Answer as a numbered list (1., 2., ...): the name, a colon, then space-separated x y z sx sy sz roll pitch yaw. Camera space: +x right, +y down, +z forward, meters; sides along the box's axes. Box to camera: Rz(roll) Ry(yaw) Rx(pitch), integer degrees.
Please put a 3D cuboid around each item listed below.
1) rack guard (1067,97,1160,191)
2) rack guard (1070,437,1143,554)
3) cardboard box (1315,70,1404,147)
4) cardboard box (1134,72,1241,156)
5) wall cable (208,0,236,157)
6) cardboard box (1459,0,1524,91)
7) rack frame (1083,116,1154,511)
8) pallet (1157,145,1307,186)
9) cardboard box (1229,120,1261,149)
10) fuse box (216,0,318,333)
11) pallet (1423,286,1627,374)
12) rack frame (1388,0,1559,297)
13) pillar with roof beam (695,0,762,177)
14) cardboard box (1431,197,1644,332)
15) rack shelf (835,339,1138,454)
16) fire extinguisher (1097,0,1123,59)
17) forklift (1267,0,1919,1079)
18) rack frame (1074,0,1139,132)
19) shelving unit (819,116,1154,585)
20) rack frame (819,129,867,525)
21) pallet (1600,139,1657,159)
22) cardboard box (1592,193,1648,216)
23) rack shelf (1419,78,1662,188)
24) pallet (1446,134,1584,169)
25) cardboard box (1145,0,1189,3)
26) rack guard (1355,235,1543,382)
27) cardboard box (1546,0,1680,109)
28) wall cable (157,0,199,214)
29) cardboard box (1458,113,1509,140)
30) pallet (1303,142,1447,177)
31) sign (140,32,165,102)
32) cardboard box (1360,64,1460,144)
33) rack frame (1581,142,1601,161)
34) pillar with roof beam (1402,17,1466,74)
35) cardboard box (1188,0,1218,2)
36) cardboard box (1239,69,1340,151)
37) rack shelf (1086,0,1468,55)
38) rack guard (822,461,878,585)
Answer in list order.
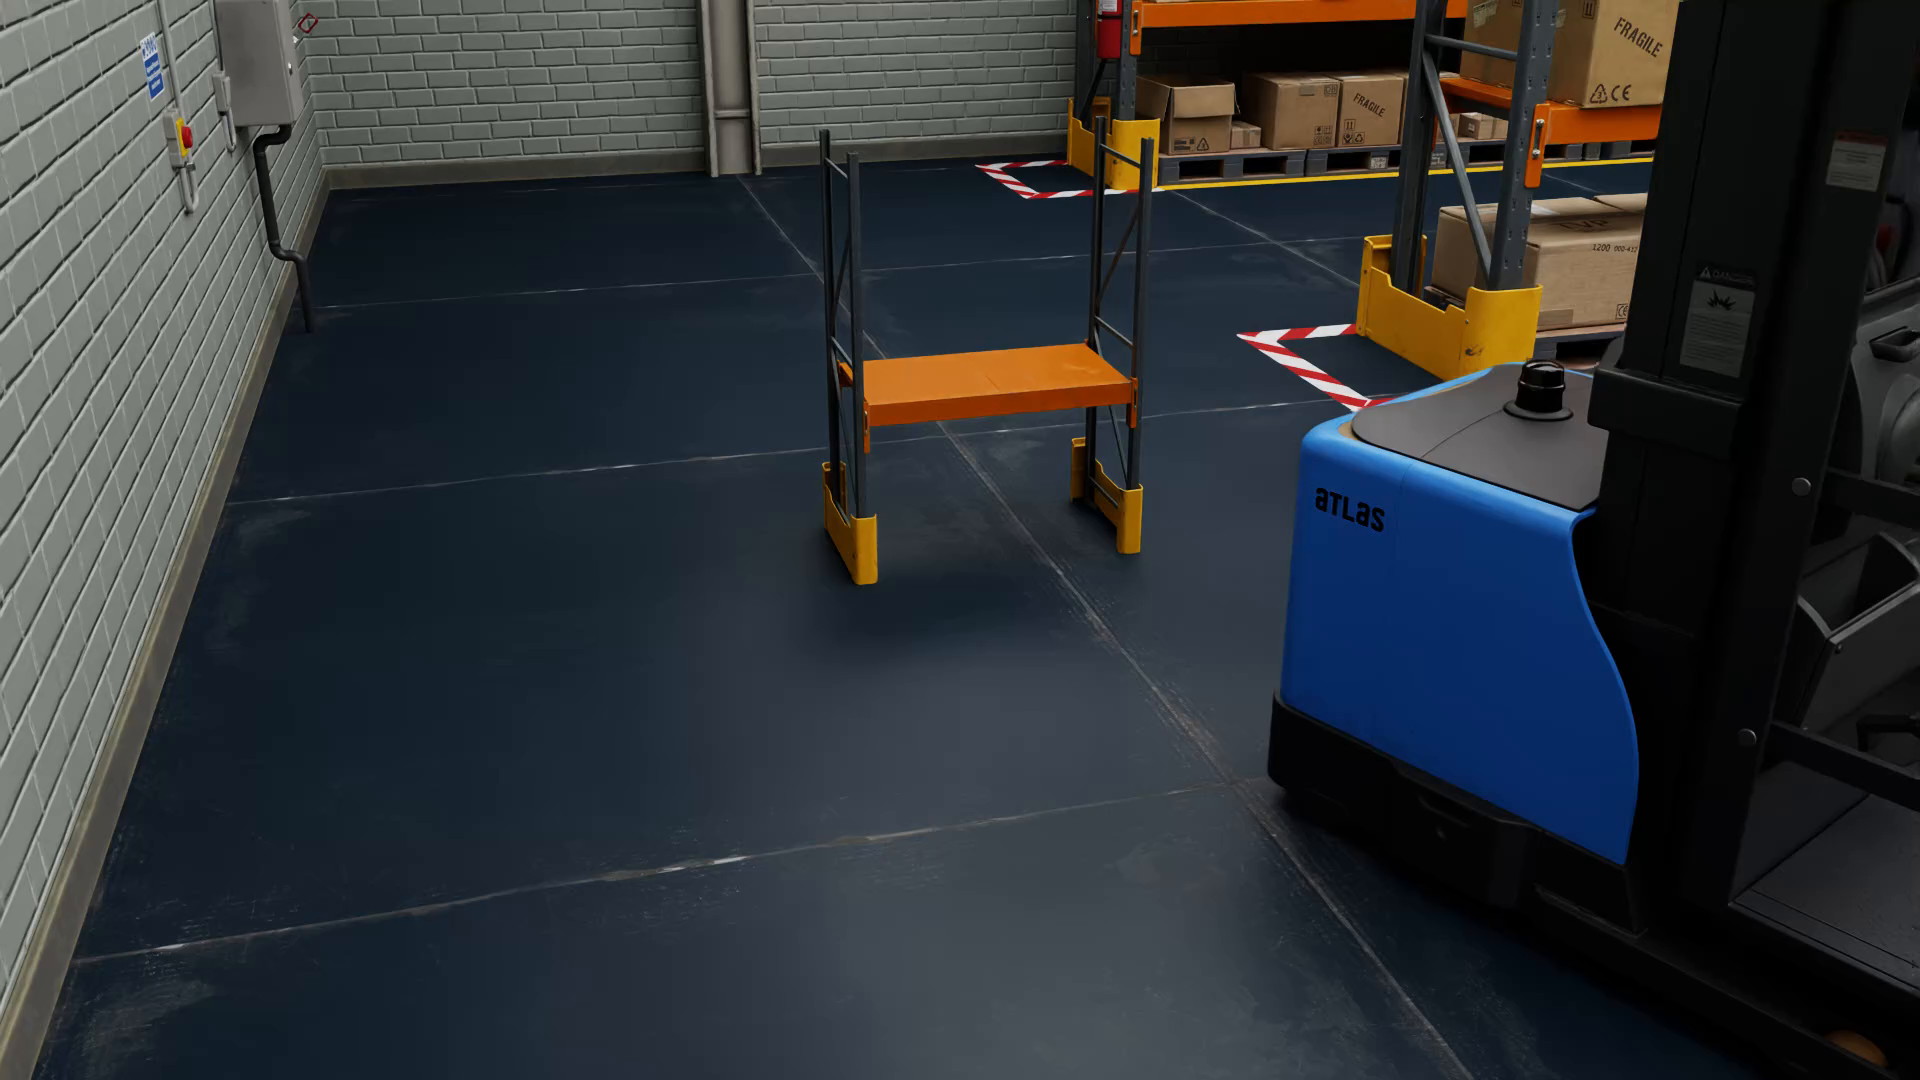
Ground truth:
1. rack guard: 1.157 -3.038 12.697 0.348 0.500 1.175 -6 24 -14
2. rack guard: 0.553 -0.176 6.343 0.087 0.250 0.587 -6 24 -14
3. cardboard box: 3.068 -3.347 12.884 0.500 0.500 0.500 -6 24 -13
4. cardboard box: 1.698 -3.254 12.662 0.637 0.503 0.797 -7 24 -16
5. wall cable: -3.389 -2.689 7.425 0.122 1.984 0.588 -6 24 -14
6. cardboard box: 2.821 -2.493 8.128 0.500 0.500 0.500 -6 24 -14
7. rack frame: 0.572 -0.752 6.102 0.032 1.500 0.500 -6 24 -14
8. pallet: 1.924 -2.991 12.953 1.213 0.211 1.003 -6 24 -14
9. cardboard box: 2.118 -3.121 12.803 0.250 0.149 0.380 -7 24 -16
10. fuse box: -3.422 -1.906 8.523 0.414 1.711 0.539 -6 24 -14
11. pallet: 3.177 -1.128 8.612 1.213 0.211 1.003 -6 24 -14
12. rack frame: 2.428 -2.295 7.794 0.127 3.000 1.000 -6 24 -14
13. pillar with roof beam: -0.593 -5.356 7.321 0.400 9.000 9.100 -6 24 -14
14. cardboard box: 3.036 -1.419 8.469 0.875 0.438 0.875 -7 24 -16
15. rack shelf: 0.082 -0.533 6.046 1.000 0.185 0.538 -6 24 -14
16. fire extinguisher: 1.067 -3.781 11.828 0.183 0.674 0.296 -6 24 -14
17. forklift: 2.174 -0.318 3.273 1.130 2.935 3.031 -18 29 -36
18. rack frame: 1.083 -4.179 12.185 0.127 3.000 1.000 -6 24 -14
19. shelving unit: 0.073 -0.697 5.973 1.083 1.500 0.587 -6 24 -14
20. rack frame: -0.407 -0.644 5.849 0.032 1.500 0.500 -6 24 -14
21. pallet: 5.708 -3.424 13.963 1.213 0.211 1.003 -6 24 -14
22. cardboard box: 3.915 -1.519 8.703 0.875 0.438 0.875 -6 24 -13
23. rack shelf: 4.354 -2.177 8.432 4.000 0.370 1.077 -6 24 -14
24. pallet: 4.273 -3.251 13.558 1.213 0.211 1.003 -6 24 -14
25. cardboard box: 1.474 -3.994 12.073 0.250 0.149 0.380 -6 24 -15
26. rack guard: 2.405 -1.144 8.281 0.348 0.500 1.175 -6 24 -14
27. cardboard box: 2.968 -2.283 7.639 0.500 0.500 0.500 -7 24 -15
28. wall cable: -2.995 -2.167 6.167 0.123 1.953 0.585 -6 24 -14
29. cardboard box: 4.134 -3.333 13.147 0.258 0.266 0.396 -5 24 -12
30. pallet: 3.096 -3.119 13.252 1.213 0.211 1.003 -6 24 -14
31. sign: -3.041 -1.785 6.262 0.001 0.218 0.327 -6 24 -14
32. cardboard box: 3.531 -3.439 13.099 0.500 0.500 0.700 -7 24 -16
33. rack frame: 4.935 -4.605 13.178 0.127 3.000 1.000 -6 24 -14
34. pillar with roof beam: 5.184 -5.995 8.811 0.400 9.000 9.100 -6 24 -14
35. cardboard box: 1.706 -4.039 12.178 0.250 0.149 0.380 -6 24 -13
36. cardboard box: 2.532 -3.329 12.841 0.500 0.500 0.700 -5 24 -12
37. rack shelf: 3.009 -4.061 12.823 4.000 0.370 1.077 -6 24 -14
38. rack guard: -0.406 -0.070 6.096 0.087 0.250 0.587 -6 24 -14
